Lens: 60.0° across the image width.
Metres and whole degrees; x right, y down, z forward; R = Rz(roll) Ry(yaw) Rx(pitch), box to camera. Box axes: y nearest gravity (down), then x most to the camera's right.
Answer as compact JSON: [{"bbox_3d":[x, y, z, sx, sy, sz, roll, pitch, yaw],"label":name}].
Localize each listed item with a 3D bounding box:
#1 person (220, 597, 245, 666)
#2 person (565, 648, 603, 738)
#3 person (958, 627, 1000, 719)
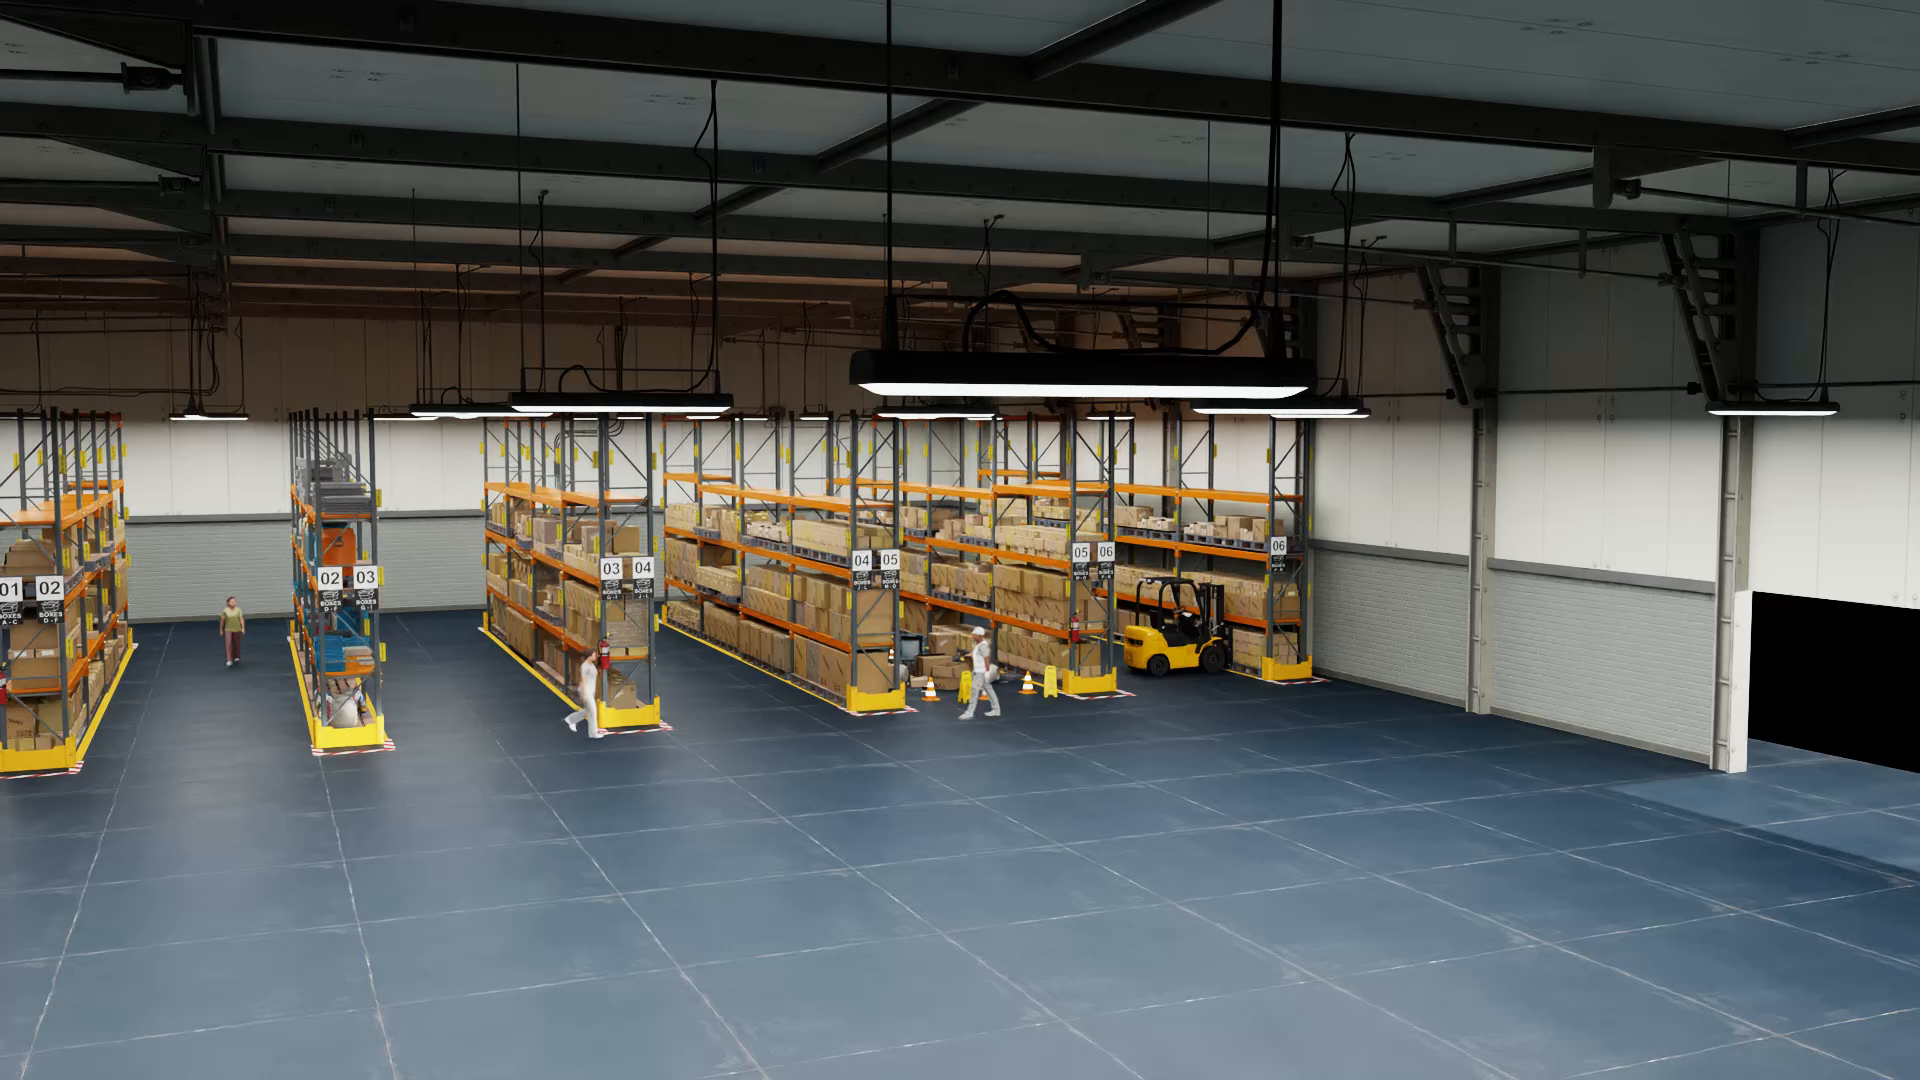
[{"bbox_3d":[-17.231,2.143,39.362,0.563,1.605,1.064,-1,4,-20],"label":"person"},{"bbox_3d":[-6.855,2.773,30.301,0.854,1.638,0.443,1,4,17],"label":"person"},{"bbox_3d":[0.375,2.568,32.333,0.823,1.760,0.584,0,4,2],"label":"person"}]
